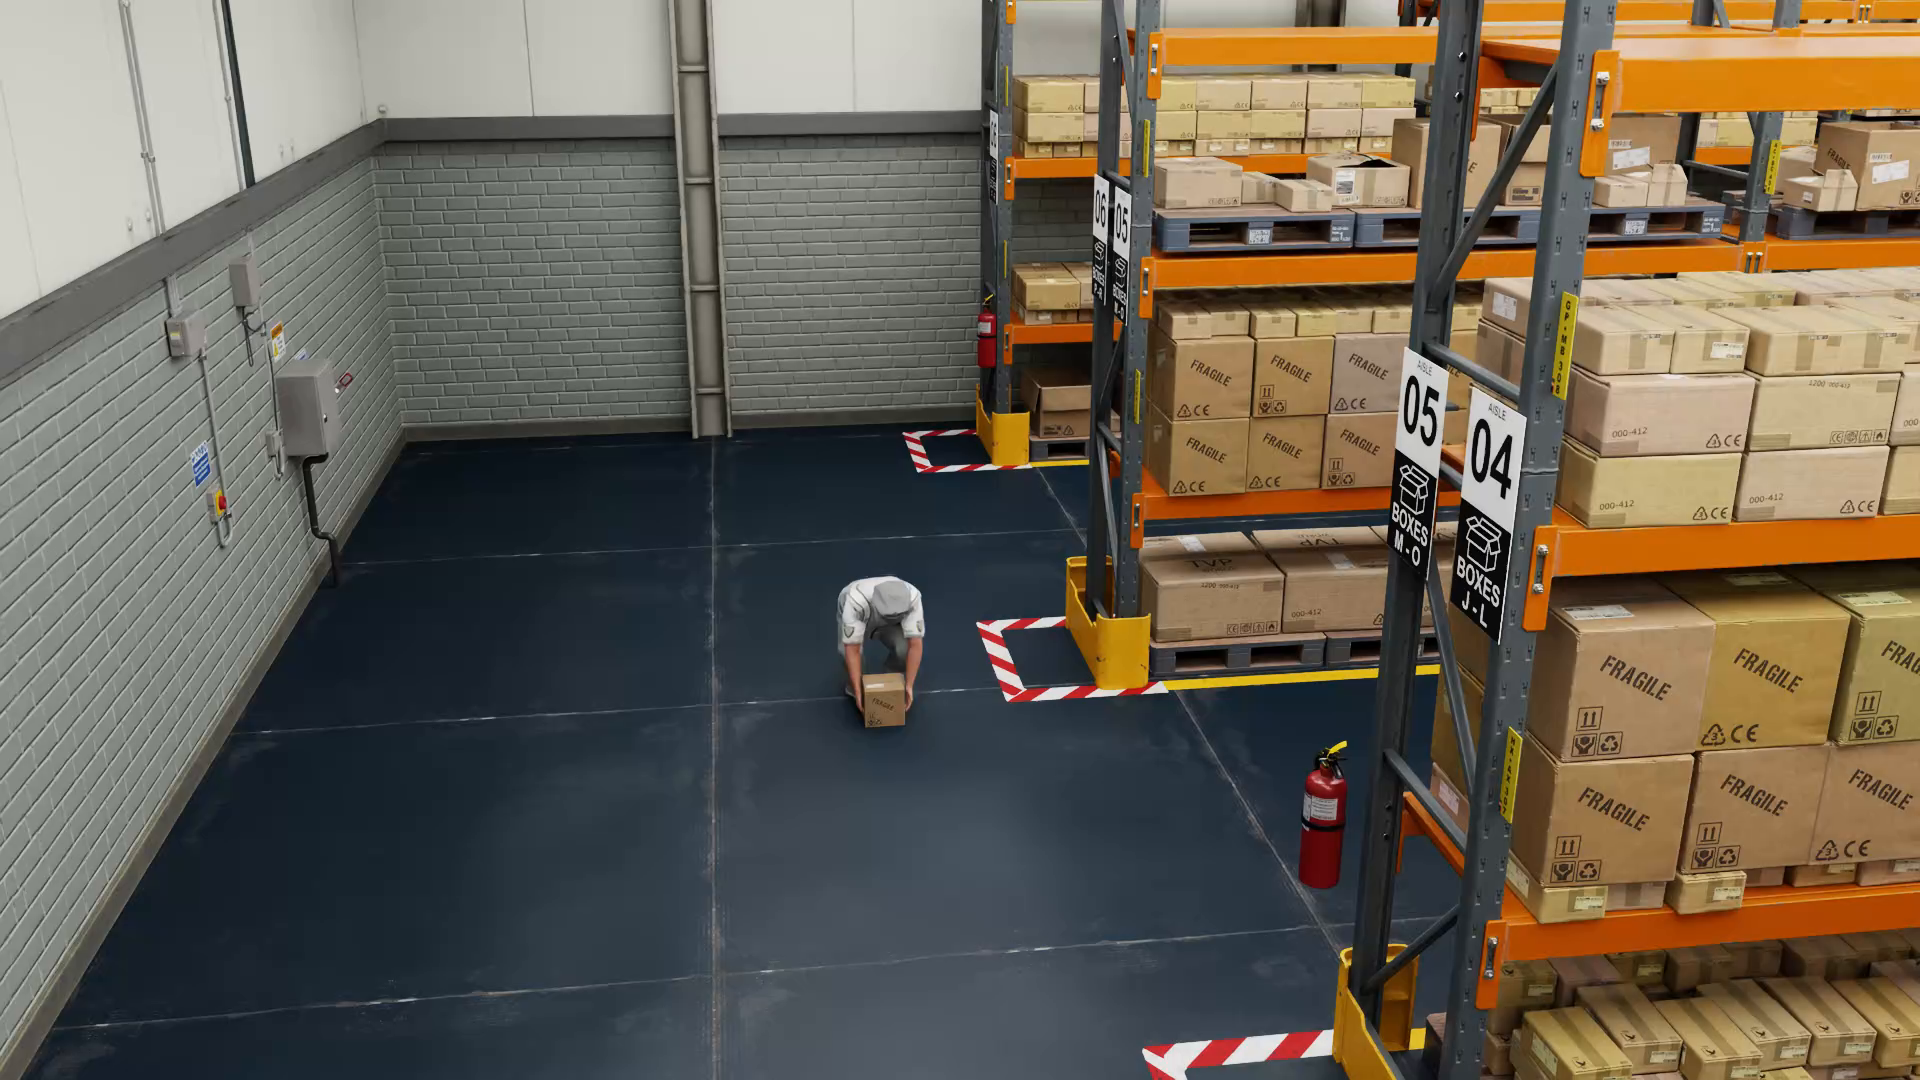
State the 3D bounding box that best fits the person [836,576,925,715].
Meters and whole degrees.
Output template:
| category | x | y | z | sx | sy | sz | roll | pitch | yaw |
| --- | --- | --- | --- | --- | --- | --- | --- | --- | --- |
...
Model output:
| category | x | y | z | sx | sy | sz | roll | pitch | yaw |
| --- | --- | --- | --- | --- | --- | --- | --- | --- | --- |
| person | -0.520 | 0.584 | 10.684 | 0.554 | 0.920 | 0.955 | -3 | 20 | -8 |
